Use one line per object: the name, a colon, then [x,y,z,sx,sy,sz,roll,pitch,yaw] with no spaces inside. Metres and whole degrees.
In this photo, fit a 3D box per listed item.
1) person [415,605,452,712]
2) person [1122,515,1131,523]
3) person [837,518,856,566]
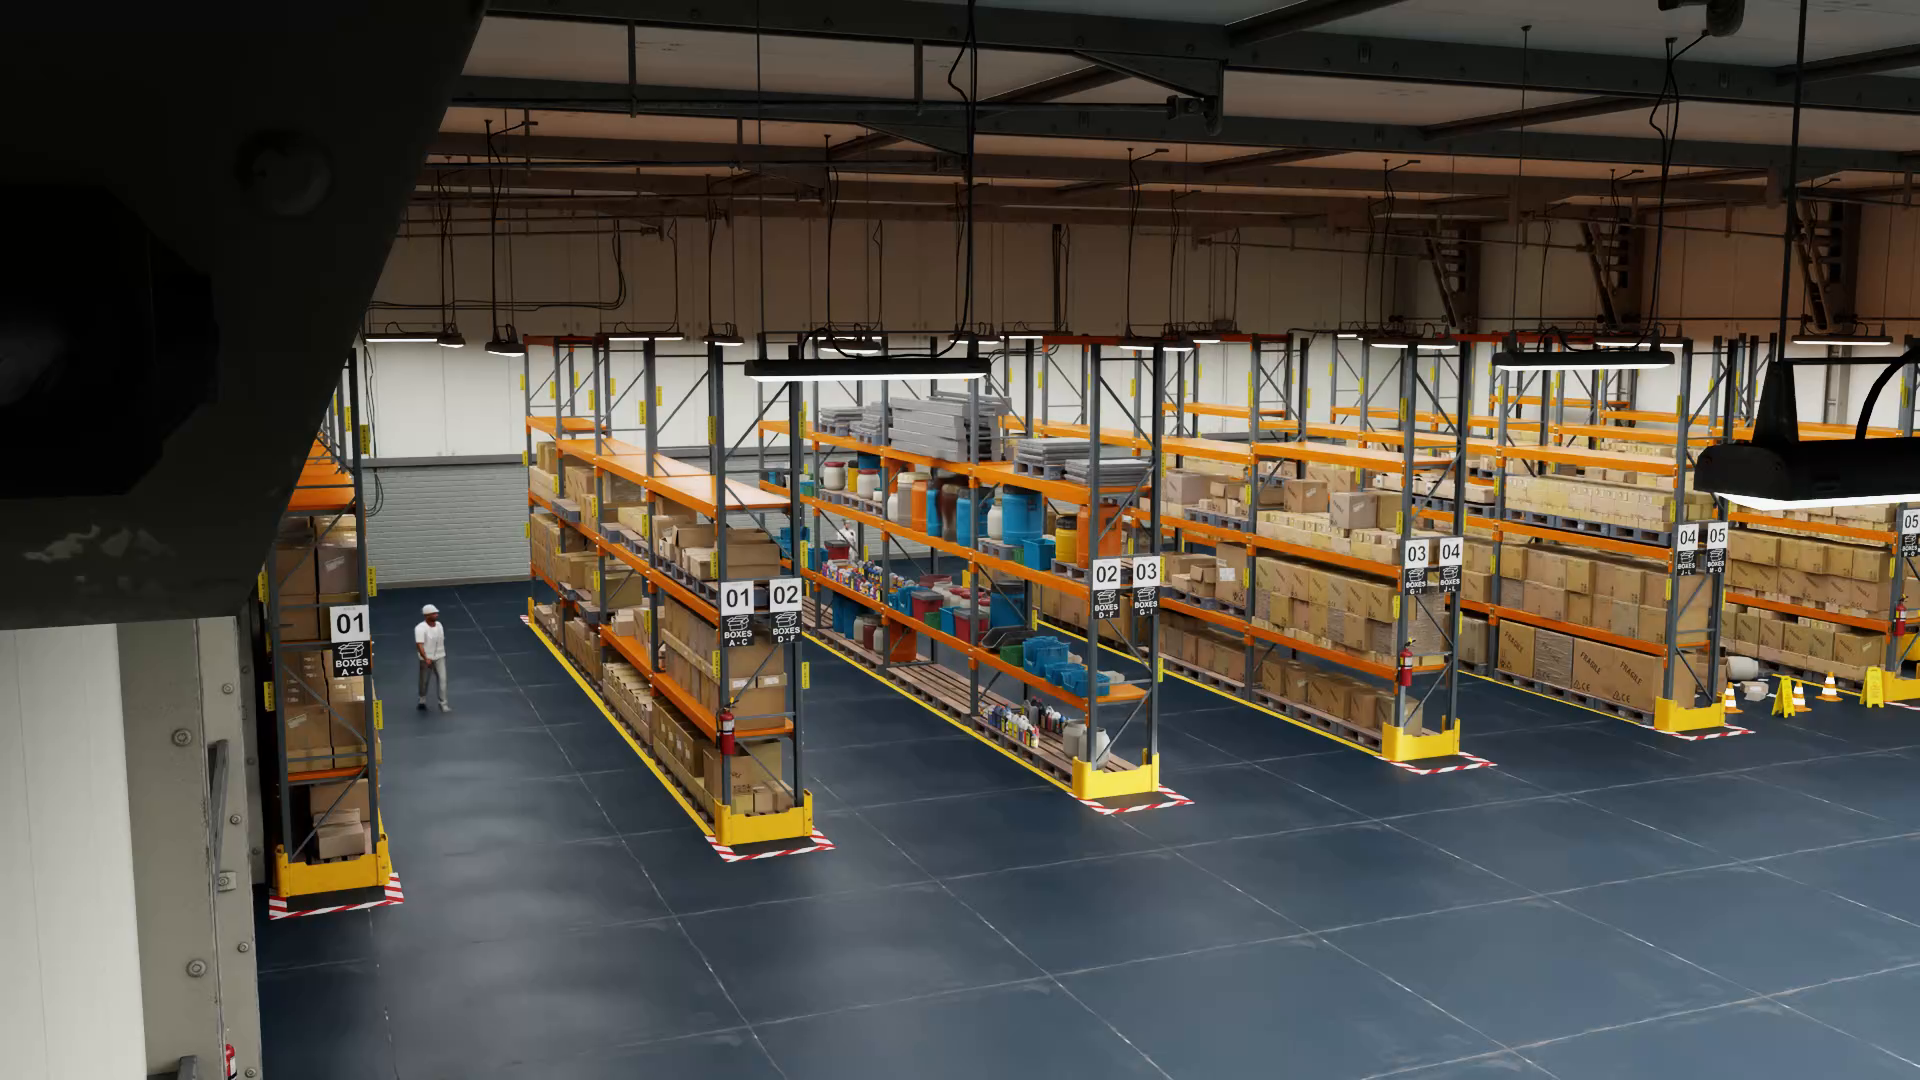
person: [-8.557,1.906,26.903,0.502,1.724,1.028,-5,9,-31]
person: [4.346,-0.168,42.810,0.476,1.621,1.016,1,8,11]
person: [-2.684,0.285,39.221,0.511,1.658,0.779,-4,9,-28]
